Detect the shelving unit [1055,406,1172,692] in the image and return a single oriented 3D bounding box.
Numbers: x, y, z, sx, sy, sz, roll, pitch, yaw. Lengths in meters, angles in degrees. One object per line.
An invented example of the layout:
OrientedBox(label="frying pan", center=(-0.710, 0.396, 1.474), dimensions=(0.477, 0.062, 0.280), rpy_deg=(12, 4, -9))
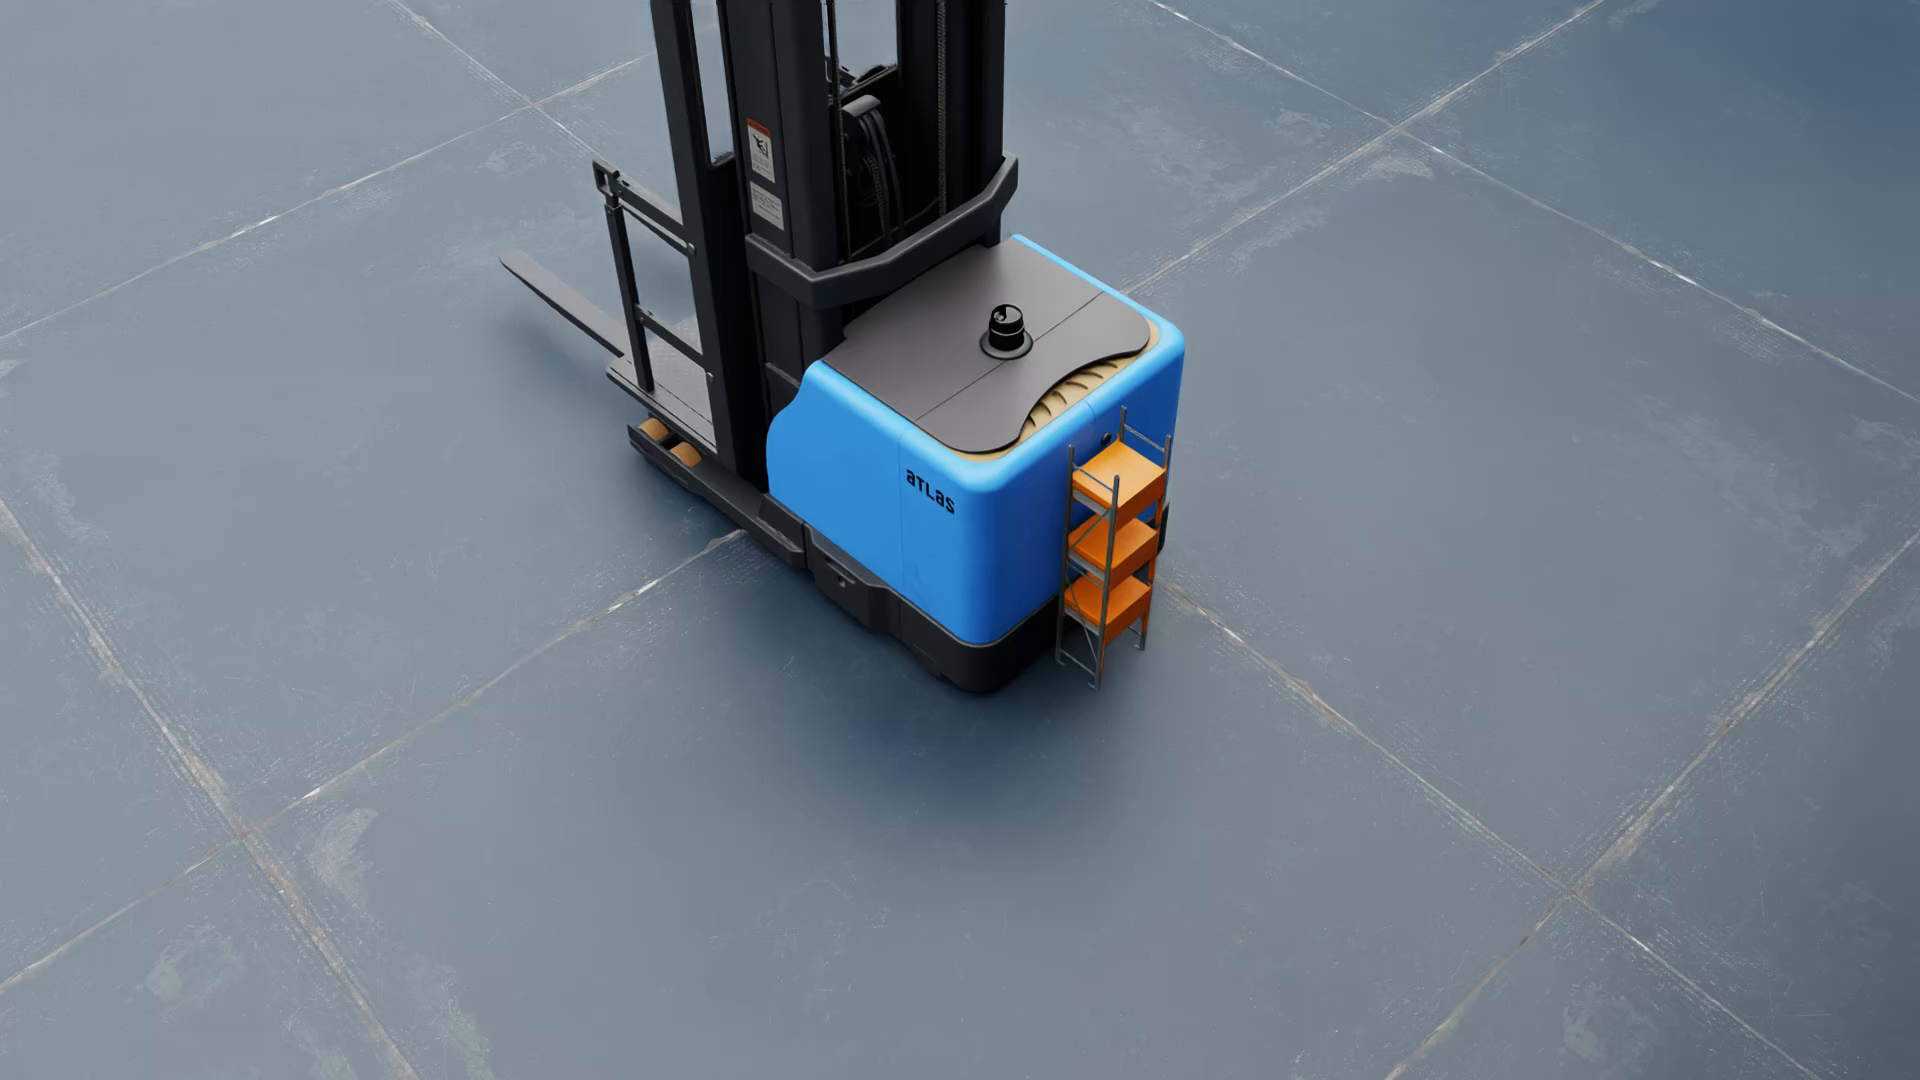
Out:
OrientedBox(label="shelving unit", center=(0.493, 0.052, 5.487), dimensions=(0.215, 1.050, 0.252), rpy_deg=(36, 57, 28))

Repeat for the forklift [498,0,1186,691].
OrientedBox(label="forklift", center=(-0.649, -1.449, 5.593), dimensions=(3.031, 2.935, 1.130), rpy_deg=(36, 57, 28))

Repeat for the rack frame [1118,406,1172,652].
OrientedBox(label="rack frame", center=(0.578, -0.012, 5.546), dimensions=(0.200, 1.050, 0.008), rpy_deg=(36, 57, 28))

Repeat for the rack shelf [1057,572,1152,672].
OrientedBox(label="rack shelf", center=(0.493, 0.248, 5.699), dimensions=(0.215, 0.259, 0.240), rpy_deg=(36, 57, 28))

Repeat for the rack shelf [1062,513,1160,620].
OrientedBox(label="rack shelf", center=(0.493, 0.060, 5.495), dimensions=(0.215, 0.259, 0.240), rpy_deg=(36, 57, 28))

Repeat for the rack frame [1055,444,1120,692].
OrientedBox(label="rack frame", center=(0.408, 0.116, 5.428), dimensions=(0.200, 1.050, 0.008), rpy_deg=(36, 57, 28))

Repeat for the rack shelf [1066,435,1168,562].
OrientedBox(label="rack shelf", center=(0.493, -0.133, 5.286), dimensions=(0.215, 0.259, 0.240), rpy_deg=(36, 57, 28))
